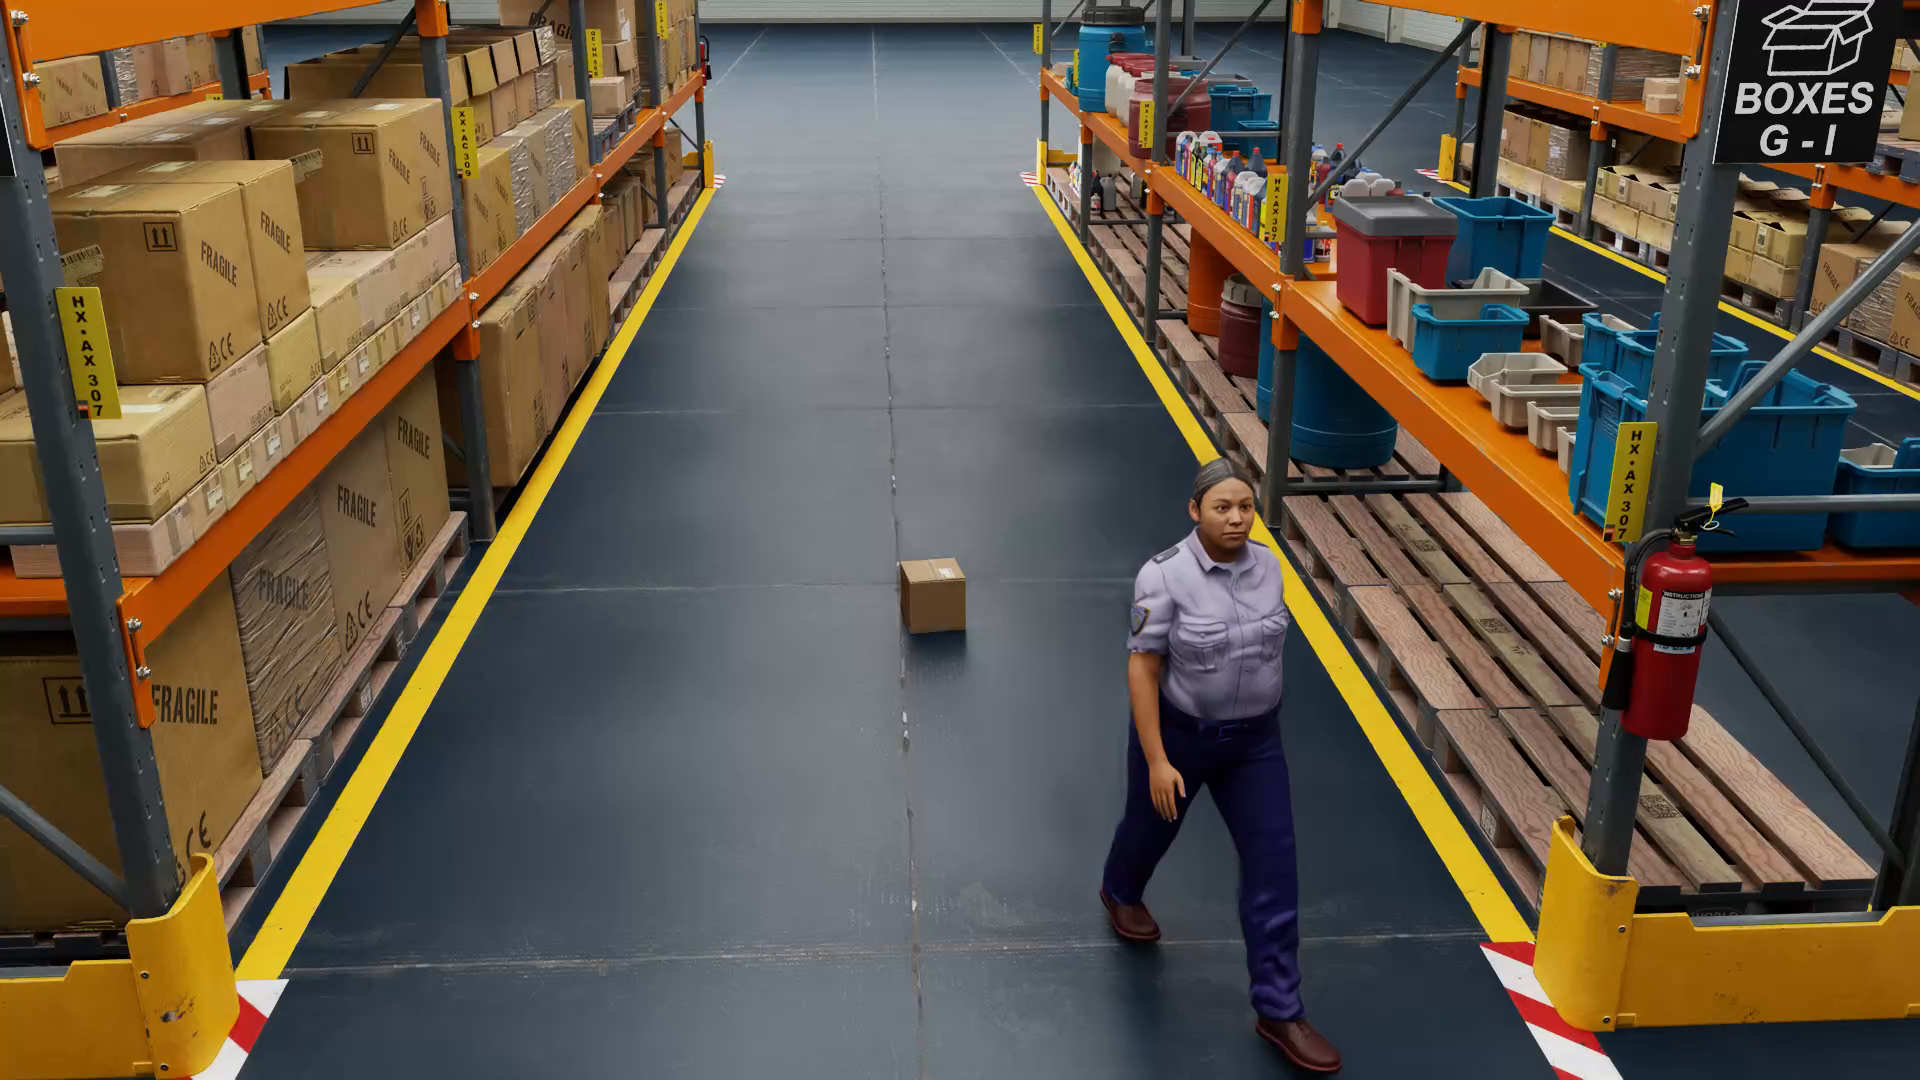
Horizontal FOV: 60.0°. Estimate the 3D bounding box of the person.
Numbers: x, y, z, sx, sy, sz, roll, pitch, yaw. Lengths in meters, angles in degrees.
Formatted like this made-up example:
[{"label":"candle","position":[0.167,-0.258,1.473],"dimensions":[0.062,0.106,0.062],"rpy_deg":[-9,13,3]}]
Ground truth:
[{"label":"person","position":[0.705,0.563,4.579],"dimensions":[0.511,1.583,1.008],"rpy_deg":[-6,21,-15]}]
